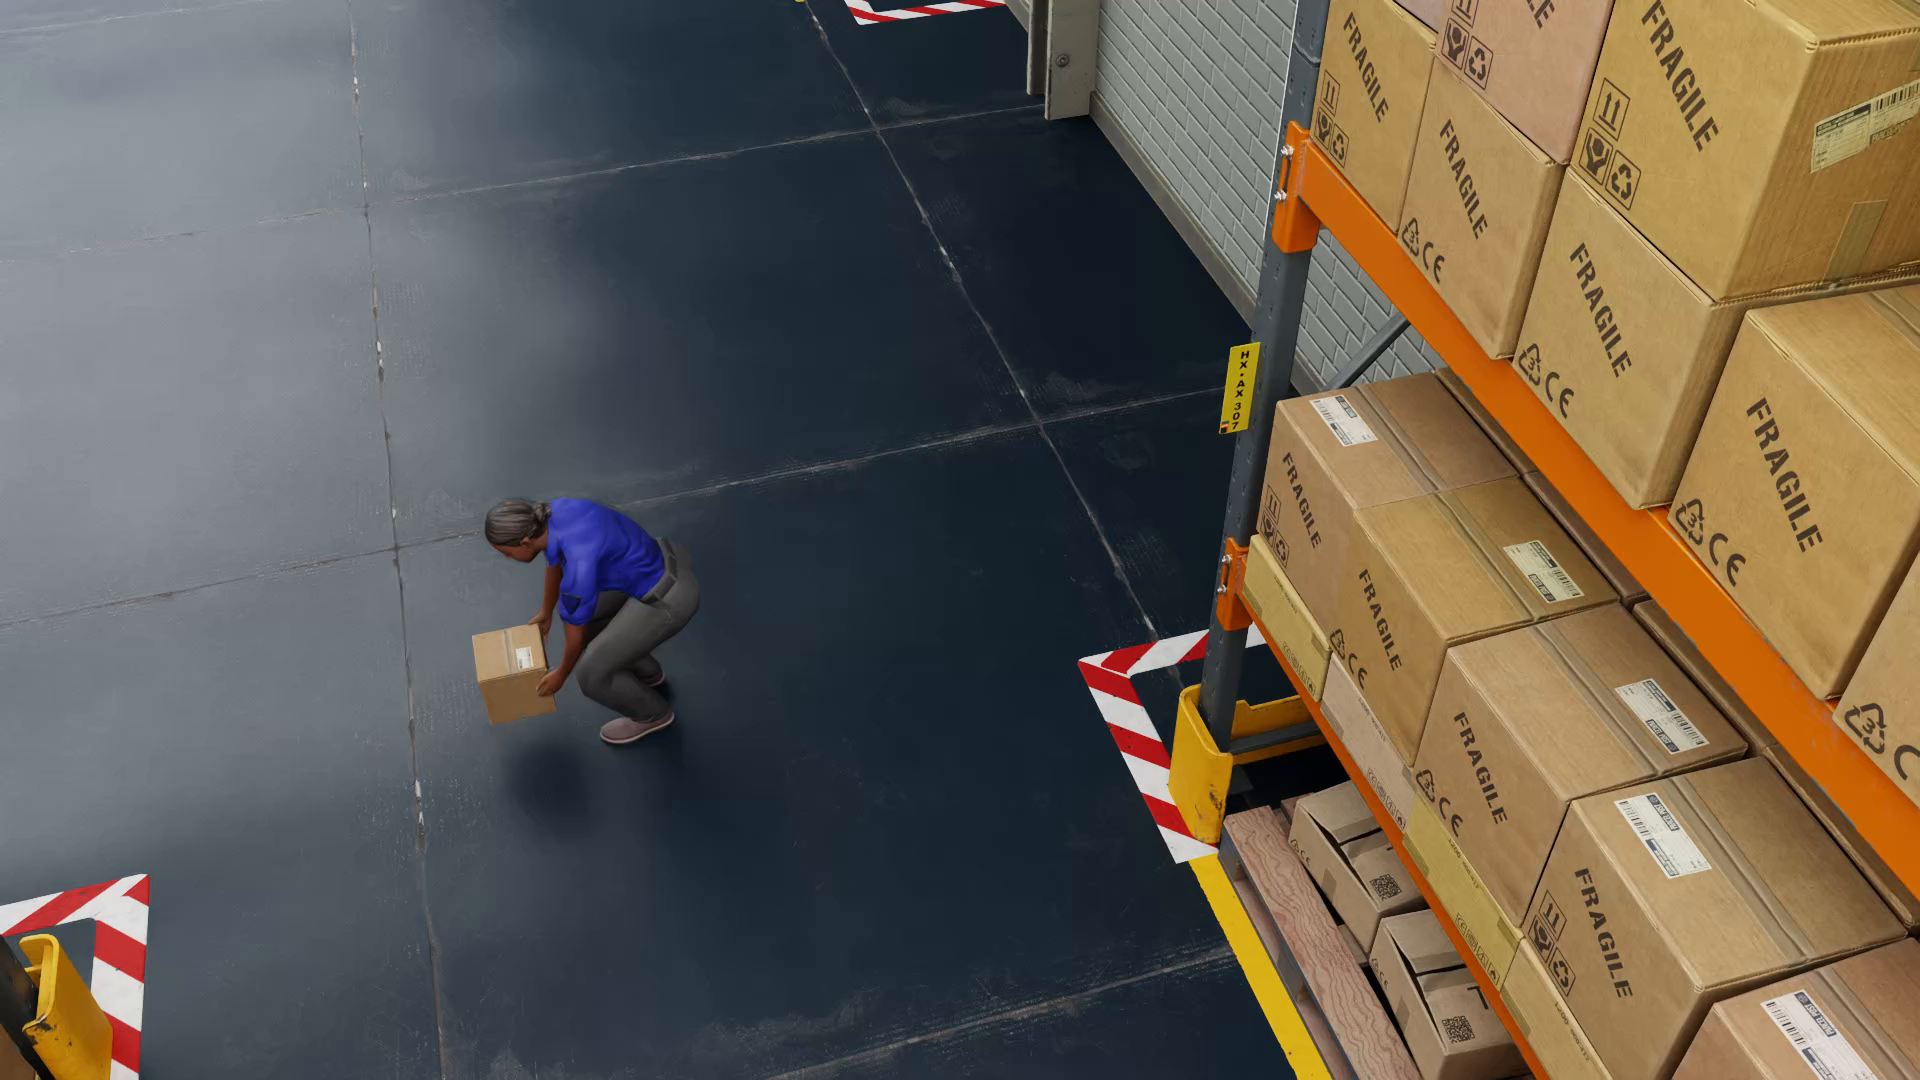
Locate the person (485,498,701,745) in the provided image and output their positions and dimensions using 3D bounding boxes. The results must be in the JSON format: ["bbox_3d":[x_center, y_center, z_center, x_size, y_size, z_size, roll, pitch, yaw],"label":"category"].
[{"bbox_3d":[-1.320,0.264,6.224,0.716,1.195,0.497,-12,44,-13],"label":"person"}]
